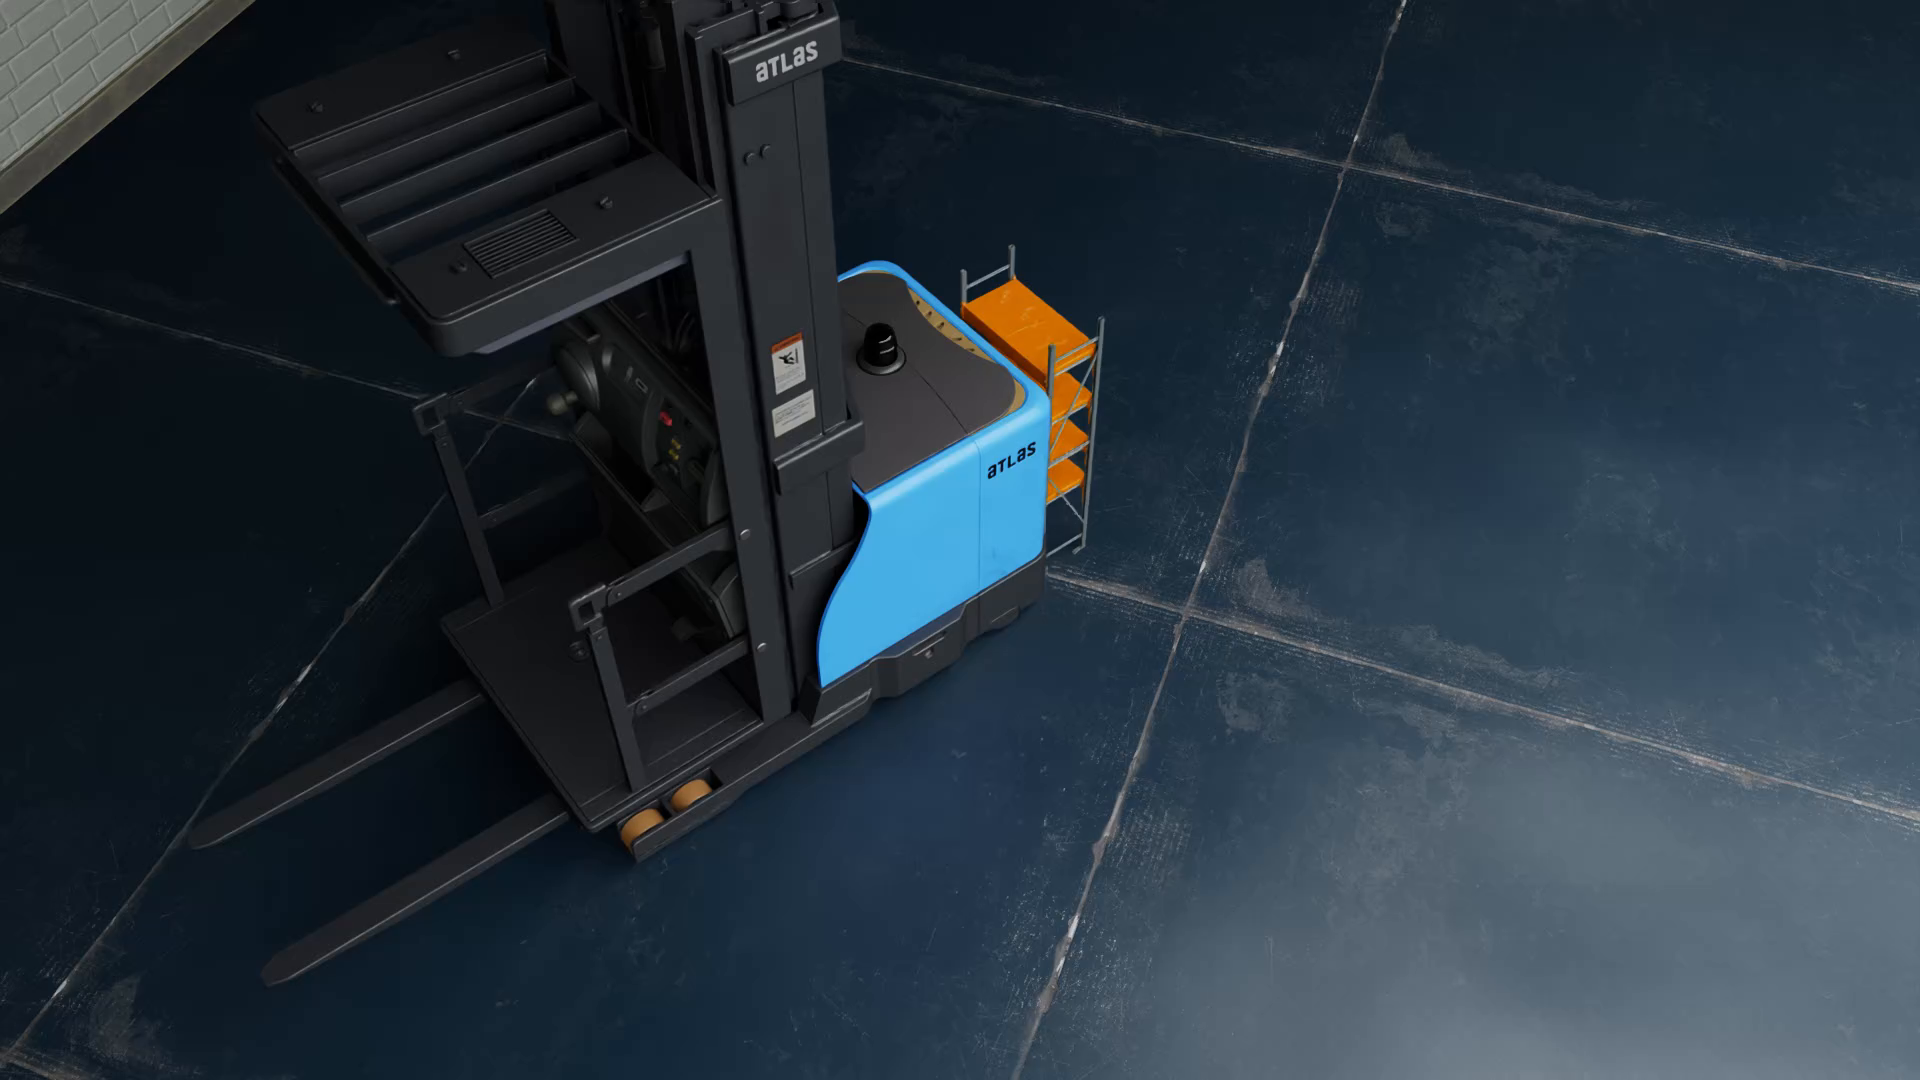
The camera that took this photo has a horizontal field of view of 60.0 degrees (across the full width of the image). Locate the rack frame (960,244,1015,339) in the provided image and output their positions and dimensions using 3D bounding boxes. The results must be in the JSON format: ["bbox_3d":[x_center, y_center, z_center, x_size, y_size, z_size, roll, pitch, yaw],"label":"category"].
[{"bbox_3d":[0.098,-0.605,6.347,0.240,1.200,0.015,-30,56,-24],"label":"rack frame"}]

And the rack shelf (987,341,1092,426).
[{"bbox_3d":[0.248,-0.562,6.103,0.258,0.148,0.480,-30,56,-24],"label":"rack shelf"}]

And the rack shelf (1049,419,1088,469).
[{"bbox_3d":[0.248,-0.416,6.272,0.258,0.148,0.480,-30,56,-24],"label":"rack shelf"}]

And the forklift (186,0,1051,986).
[{"bbox_3d":[-1.151,-0.338,4.970,3.031,2.935,1.130,-30,56,-24],"label":"forklift"}]

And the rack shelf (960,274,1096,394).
[{"bbox_3d":[0.248,-0.717,5.924,0.258,0.148,0.480,-30,56,-24],"label":"rack shelf"}]

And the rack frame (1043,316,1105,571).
[{"bbox_3d":[0.397,-0.314,6.095,0.240,1.200,0.015,-30,56,-24],"label":"rack frame"}]

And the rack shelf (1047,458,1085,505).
[{"bbox_3d":[0.248,-0.285,6.422,0.258,0.148,0.480,-30,56,-24],"label":"rack shelf"}]

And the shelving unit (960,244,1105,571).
[{"bbox_3d":[0.248,-0.460,6.221,0.258,1.200,0.503,-30,56,-24],"label":"shelving unit"}]
